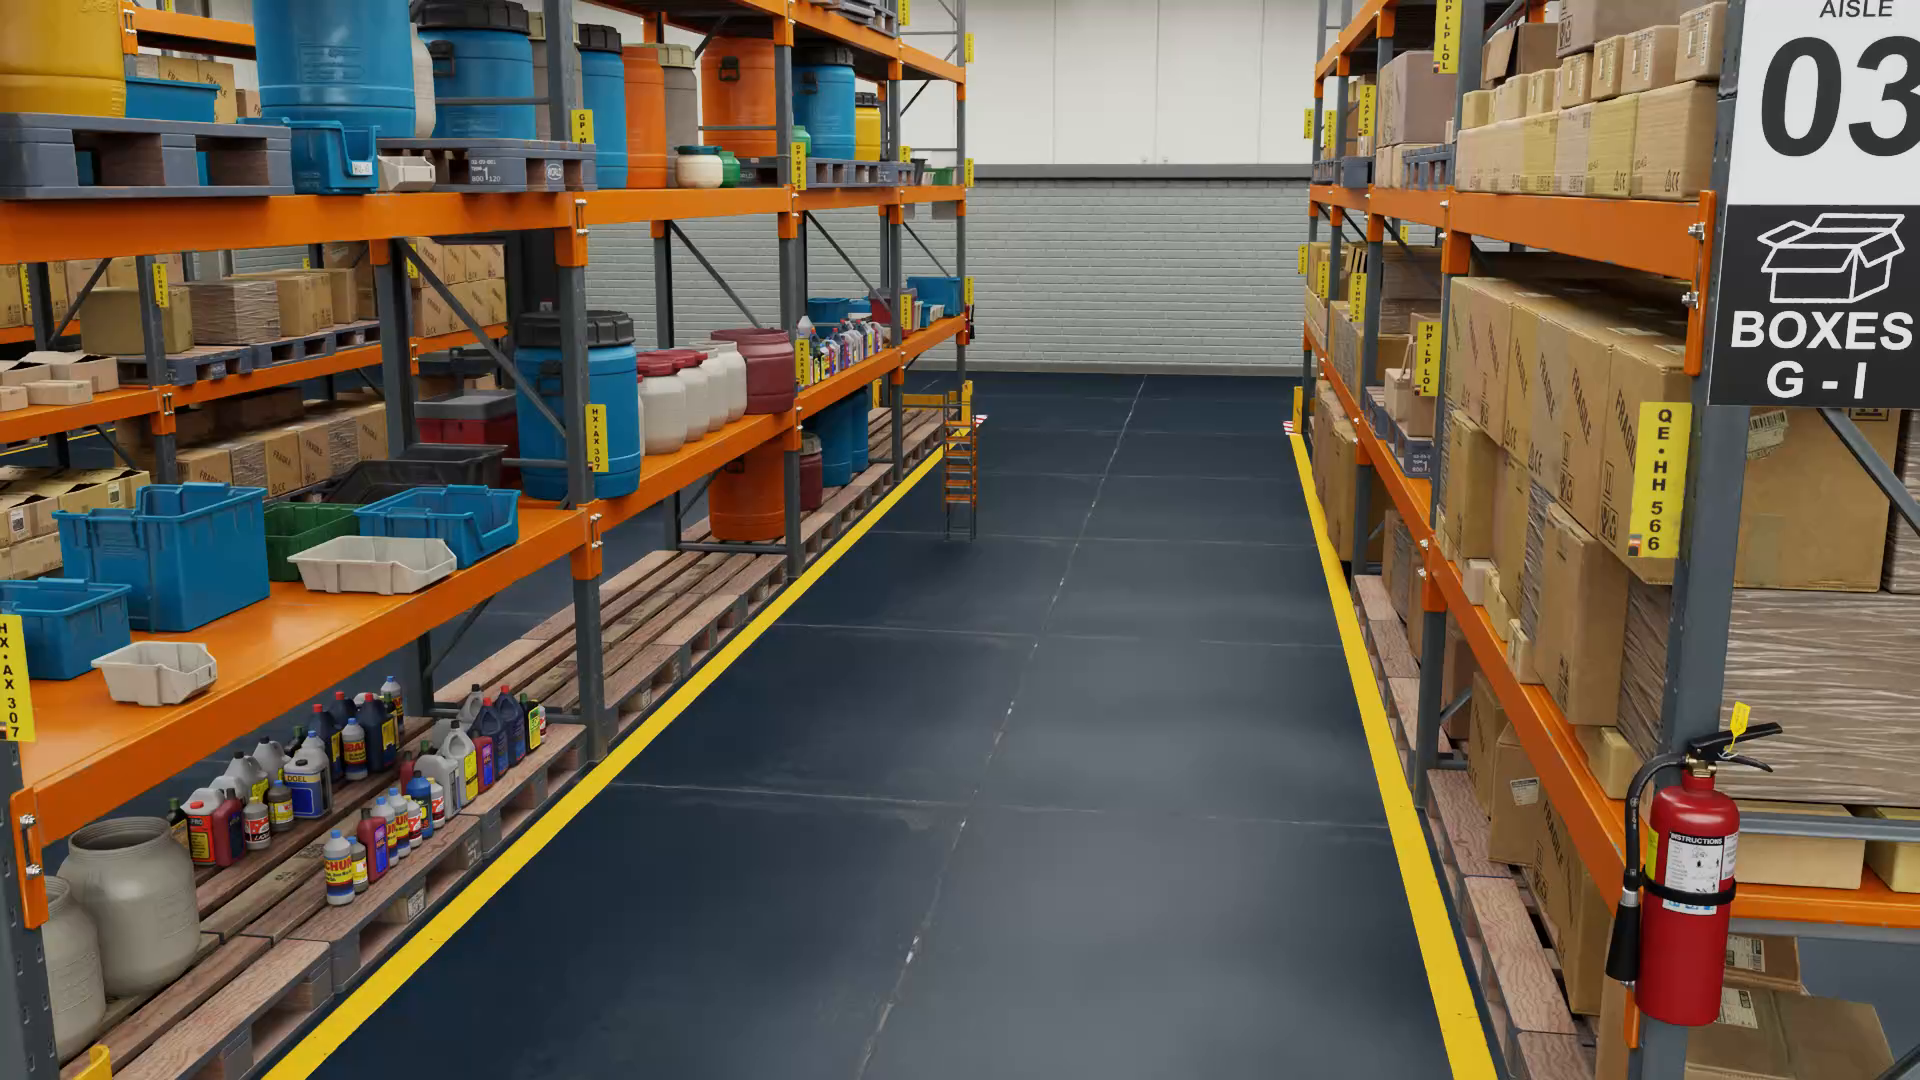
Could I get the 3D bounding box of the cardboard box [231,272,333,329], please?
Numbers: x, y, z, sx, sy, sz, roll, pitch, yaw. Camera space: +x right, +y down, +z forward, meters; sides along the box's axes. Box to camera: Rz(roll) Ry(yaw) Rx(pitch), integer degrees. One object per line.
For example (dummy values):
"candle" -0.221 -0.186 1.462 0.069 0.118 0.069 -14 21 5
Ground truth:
"cardboard box" -6.285 -2.217 15.429 0.700 0.500 0.500 4 13 18

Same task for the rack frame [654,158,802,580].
"rack frame" -1.670 -1.206 11.969 1.000 3.000 0.127 2 12 9

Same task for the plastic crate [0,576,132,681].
"plastic crate" -3.013 0.283 5.412 0.499 0.251 0.408 2 12 9

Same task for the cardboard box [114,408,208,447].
"cardboard box" -6.647 -0.941 13.849 0.500 0.250 0.500 2 12 11

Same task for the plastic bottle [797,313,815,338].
"plastic bottle" -1.435 -1.943 15.508 0.144 0.351 0.185 2 12 9

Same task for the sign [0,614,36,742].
"sign" -2.357 0.343 4.126 0.100 0.325 0.005 2 12 9

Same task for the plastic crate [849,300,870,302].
"plastic crate" -1.005 -2.504 18.247 0.416 0.233 0.300 2 12 9

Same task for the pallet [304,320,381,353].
"pallet" -6.179 -1.943 15.846 1.003 0.211 1.213 2 12 9

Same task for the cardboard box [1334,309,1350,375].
"cardboard box" 3.368 -1.631 13.702 0.500 0.500 0.500 2 12 7

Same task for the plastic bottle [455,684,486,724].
"plastic bottle" -2.242 0.845 7.694 0.144 0.351 0.185 2 12 9

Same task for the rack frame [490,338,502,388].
"rack frame" -5.333 -3.033 20.445 1.000 3.000 0.127 2 12 9

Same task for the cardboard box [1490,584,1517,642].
"cardboard box" 2.061 0.258 5.774 0.380 0.149 0.250 2 12 9

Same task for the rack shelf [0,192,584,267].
"rack shelf" -2.592 -1.072 5.933 1.077 0.370 4.000 2 12 9

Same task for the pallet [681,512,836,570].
"pallet" -1.590 -0.008 13.031 1.003 0.211 1.213 2 12 9

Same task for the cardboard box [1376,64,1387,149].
"cardboard box" 2.898 -2.716 10.430 0.500 0.500 0.500 2 12 9

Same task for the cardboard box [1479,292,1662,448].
"cardboard box" 2.136 -0.602 5.851 0.500 0.500 0.500 2 12 9

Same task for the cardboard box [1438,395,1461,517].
"cardboard box" 2.479 -0.315 6.894 0.875 0.500 0.500 2 12 9

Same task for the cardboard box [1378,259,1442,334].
"cardboard box" 3.353 -1.736 11.812 0.797 0.503 0.637 2 12 11

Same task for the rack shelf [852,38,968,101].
"rack shelf" -0.747 -4.840 17.251 1.077 0.370 4.000 2 12 9

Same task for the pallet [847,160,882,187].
"pallet" -1.250 -3.010 13.669 1.003 0.211 1.213 2 12 9

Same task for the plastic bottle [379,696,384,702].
"plastic bottle" -2.783 0.853 8.014 0.097 0.201 0.097 0 12 0

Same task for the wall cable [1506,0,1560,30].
"wall cable" 8.730 -8.281 22.925 2.277 5.999 0.120 2 12 9

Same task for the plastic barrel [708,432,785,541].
"plastic barrel" -1.611 -0.453 12.629 0.600 0.830 0.708 2 12 9

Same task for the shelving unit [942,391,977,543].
"shelving unit" -0.002 -0.584 13.353 0.258 1.200 0.189 2 12 9

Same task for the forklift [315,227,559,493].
"forklift" -4.223 -1.791 14.848 3.031 2.935 1.130 -4 13 -17

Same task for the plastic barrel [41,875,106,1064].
"plastic barrel" -2.874 1.331 5.107 0.421 0.512 0.421 0 12 0

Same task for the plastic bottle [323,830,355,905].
"plastic bottle" -2.313 1.211 6.187 0.097 0.271 0.097 0 12 0

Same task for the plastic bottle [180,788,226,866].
"plastic bottle" -2.985 1.128 6.562 0.152 0.276 0.135 2 12 9

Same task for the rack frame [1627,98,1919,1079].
"rack frame" 1.994 0.620 3.497 1.000 3.000 0.127 2 12 9

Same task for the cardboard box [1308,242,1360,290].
"cardboard box" 4.037 -2.954 17.951 0.500 0.500 0.500 2 12 7

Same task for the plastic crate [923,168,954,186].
"plastic crate" -0.309 -4.019 18.407 0.450 0.188 0.336 2 12 9

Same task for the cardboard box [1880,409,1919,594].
"cardboard box" 2.348 -0.169 3.840 0.500 0.500 0.500 2 12 9

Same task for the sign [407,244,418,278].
"sign" -5.399 -2.749 16.379 0.100 0.325 0.005 2 12 9

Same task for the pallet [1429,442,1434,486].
"pallet" 2.870 -0.273 8.097 1.003 0.211 1.213 2 12 9

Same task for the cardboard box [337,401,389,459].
"cardboard box" -5.741 -1.081 16.278 0.500 0.500 0.500 2 12 8

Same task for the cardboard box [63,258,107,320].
"cardboard box" -10.524 -2.922 19.221 0.980 0.700 0.700 1 12 6

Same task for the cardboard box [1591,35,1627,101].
"cardboard box" 1.833 -1.200 4.231 0.380 0.149 0.250 2 12 9

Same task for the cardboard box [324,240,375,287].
"cardboard box" -6.126 -2.851 16.993 0.500 0.500 0.500 2 12 9

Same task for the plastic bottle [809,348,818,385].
"plastic bottle" -1.147 -1.351 12.920 0.061 0.283 0.133 2 12 9

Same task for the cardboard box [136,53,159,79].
"cardboard box" -6.490 -3.462 12.706 0.500 0.500 0.500 2 12 9

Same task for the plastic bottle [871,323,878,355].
"plastic bottle" -0.786 -1.839 15.186 0.061 0.283 0.133 2 12 9

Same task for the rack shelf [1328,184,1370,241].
"rack shelf" 3.532 -2.576 12.916 1.077 0.370 4.000 2 12 9

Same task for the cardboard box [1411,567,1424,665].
"cardboard box" 2.902 0.452 9.166 0.700 0.500 0.500 1 12 4

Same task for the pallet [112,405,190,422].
"pallet" -10.274 -1.660 20.696 1.003 0.211 1.213 2 12 9

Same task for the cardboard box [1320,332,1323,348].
"cardboard box" 3.602 -1.883 15.708 0.380 0.149 0.250 2 12 10

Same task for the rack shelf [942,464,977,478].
"rack shelf" -0.002 -0.540 13.362 0.258 0.103 0.180 2 12 9

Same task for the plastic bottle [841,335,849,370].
"plastic bottle" -0.976 -1.582 13.992 0.061 0.283 0.133 2 12 9

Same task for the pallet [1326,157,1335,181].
"pallet" 3.976 -3.471 15.570 1.003 0.211 1.213 2 12 9

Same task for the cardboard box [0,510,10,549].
"cardboard box" -6.634 -0.068 10.887 0.500 0.311 0.500 2 12 10

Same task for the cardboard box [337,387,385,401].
"cardboard box" -6.141 -1.321 17.391 0.500 0.500 0.500 2 12 9

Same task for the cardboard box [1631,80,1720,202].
"cardboard box" 1.817 -0.882 3.701 0.500 0.250 0.500 2 12 10

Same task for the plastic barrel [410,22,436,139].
"plastic barrel" -2.545 -2.016 7.347 0.421 0.512 0.421 0 12 0

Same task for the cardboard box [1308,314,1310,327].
"cardboard box" 3.958 -2.364 17.938 0.380 0.149 0.250 2 12 8

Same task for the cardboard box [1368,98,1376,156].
"cardboard box" 3.293 -3.078 12.301 0.500 0.500 0.500 3 12 12

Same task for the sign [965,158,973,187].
"sign" 0.107 -4.272 19.325 0.100 0.325 0.005 2 12 9

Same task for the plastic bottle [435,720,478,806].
"plastic bottle" -2.178 0.957 7.175 0.144 0.351 0.185 2 12 8
